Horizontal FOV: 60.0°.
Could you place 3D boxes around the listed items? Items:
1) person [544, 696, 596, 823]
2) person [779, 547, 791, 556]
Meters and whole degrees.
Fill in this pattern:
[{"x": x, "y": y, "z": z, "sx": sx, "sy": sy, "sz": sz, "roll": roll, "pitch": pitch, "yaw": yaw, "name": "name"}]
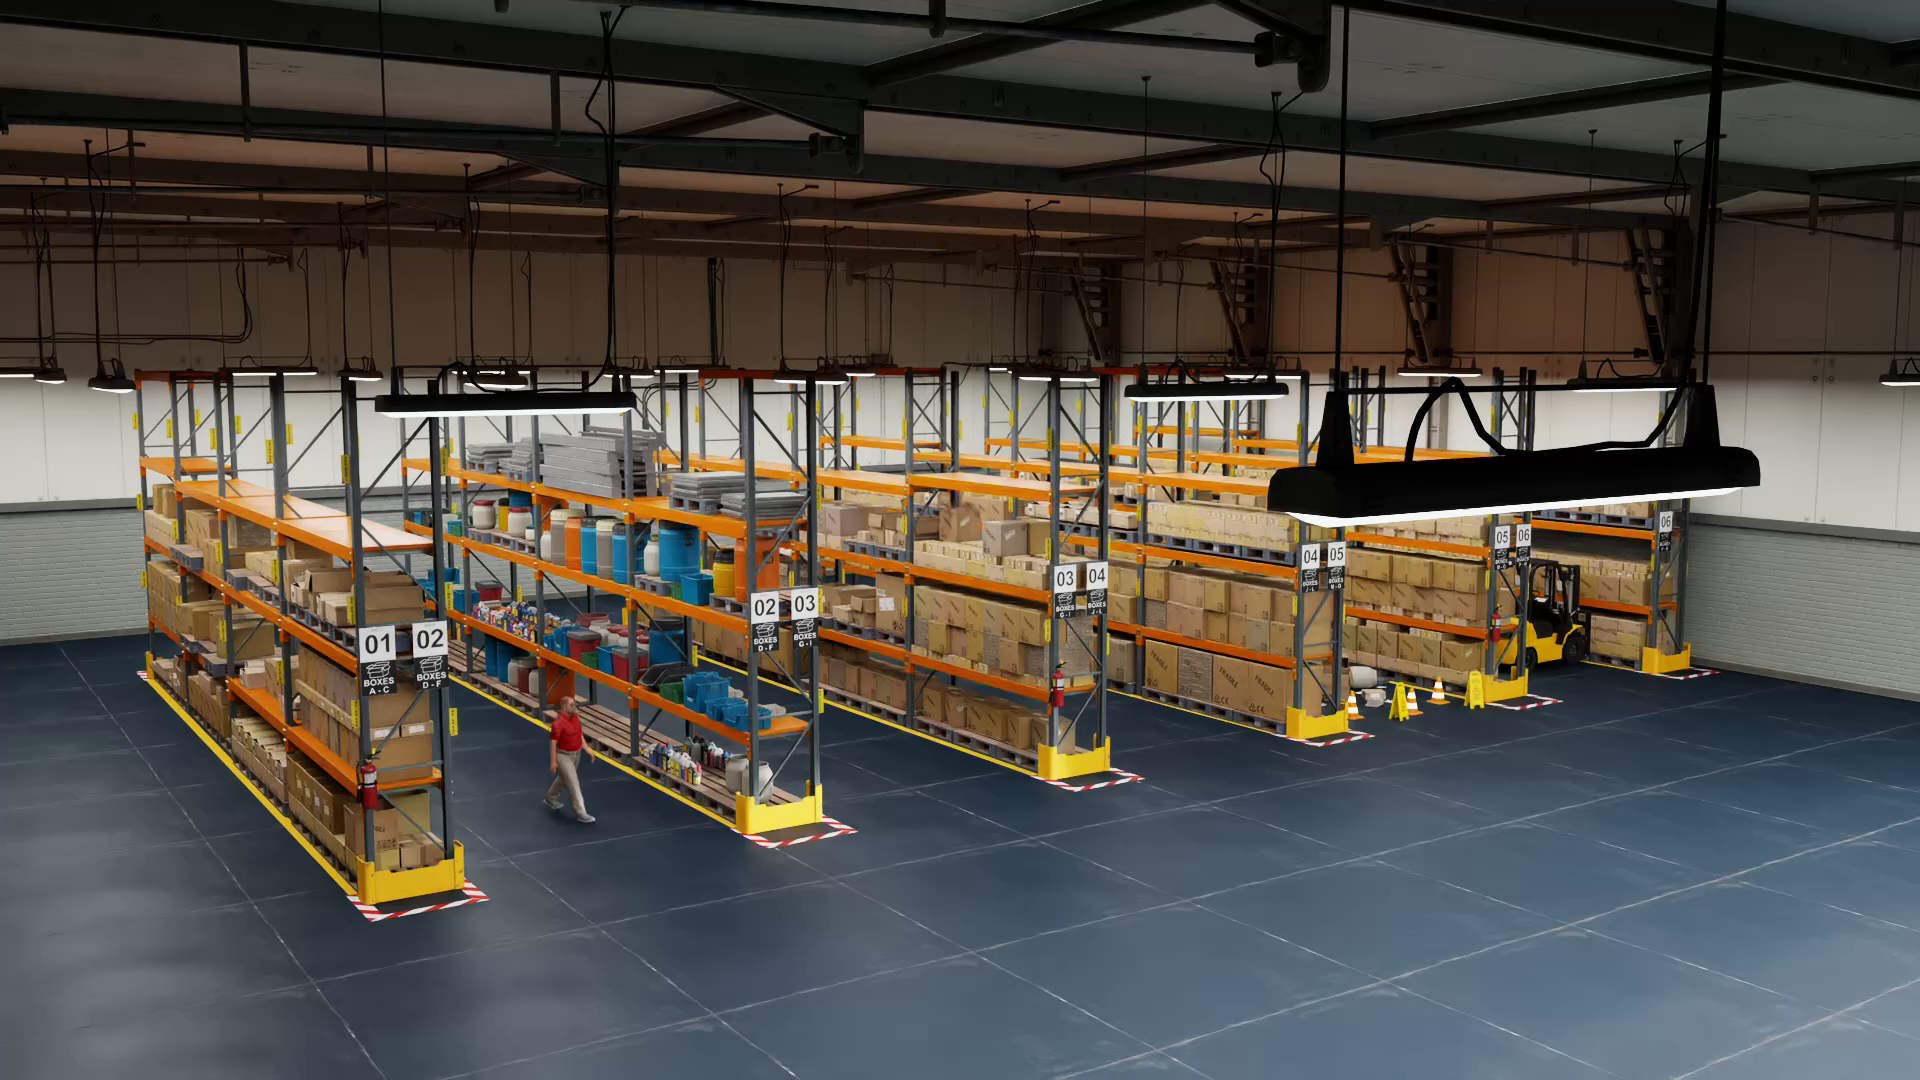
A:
[{"x": -5.314, "y": 2.937, "z": 22.581, "sx": 1.126, "sy": 1.660, "sz": 0.619, "roll": 4, "pitch": 7, "yaw": 31, "name": "person"}, {"x": -4.262, "y": 0.775, "z": 41.414, "sx": 0.838, "sy": 1.758, "sz": 0.571, "roll": -4, "pitch": 7, "yaw": -30, "name": "person"}]
